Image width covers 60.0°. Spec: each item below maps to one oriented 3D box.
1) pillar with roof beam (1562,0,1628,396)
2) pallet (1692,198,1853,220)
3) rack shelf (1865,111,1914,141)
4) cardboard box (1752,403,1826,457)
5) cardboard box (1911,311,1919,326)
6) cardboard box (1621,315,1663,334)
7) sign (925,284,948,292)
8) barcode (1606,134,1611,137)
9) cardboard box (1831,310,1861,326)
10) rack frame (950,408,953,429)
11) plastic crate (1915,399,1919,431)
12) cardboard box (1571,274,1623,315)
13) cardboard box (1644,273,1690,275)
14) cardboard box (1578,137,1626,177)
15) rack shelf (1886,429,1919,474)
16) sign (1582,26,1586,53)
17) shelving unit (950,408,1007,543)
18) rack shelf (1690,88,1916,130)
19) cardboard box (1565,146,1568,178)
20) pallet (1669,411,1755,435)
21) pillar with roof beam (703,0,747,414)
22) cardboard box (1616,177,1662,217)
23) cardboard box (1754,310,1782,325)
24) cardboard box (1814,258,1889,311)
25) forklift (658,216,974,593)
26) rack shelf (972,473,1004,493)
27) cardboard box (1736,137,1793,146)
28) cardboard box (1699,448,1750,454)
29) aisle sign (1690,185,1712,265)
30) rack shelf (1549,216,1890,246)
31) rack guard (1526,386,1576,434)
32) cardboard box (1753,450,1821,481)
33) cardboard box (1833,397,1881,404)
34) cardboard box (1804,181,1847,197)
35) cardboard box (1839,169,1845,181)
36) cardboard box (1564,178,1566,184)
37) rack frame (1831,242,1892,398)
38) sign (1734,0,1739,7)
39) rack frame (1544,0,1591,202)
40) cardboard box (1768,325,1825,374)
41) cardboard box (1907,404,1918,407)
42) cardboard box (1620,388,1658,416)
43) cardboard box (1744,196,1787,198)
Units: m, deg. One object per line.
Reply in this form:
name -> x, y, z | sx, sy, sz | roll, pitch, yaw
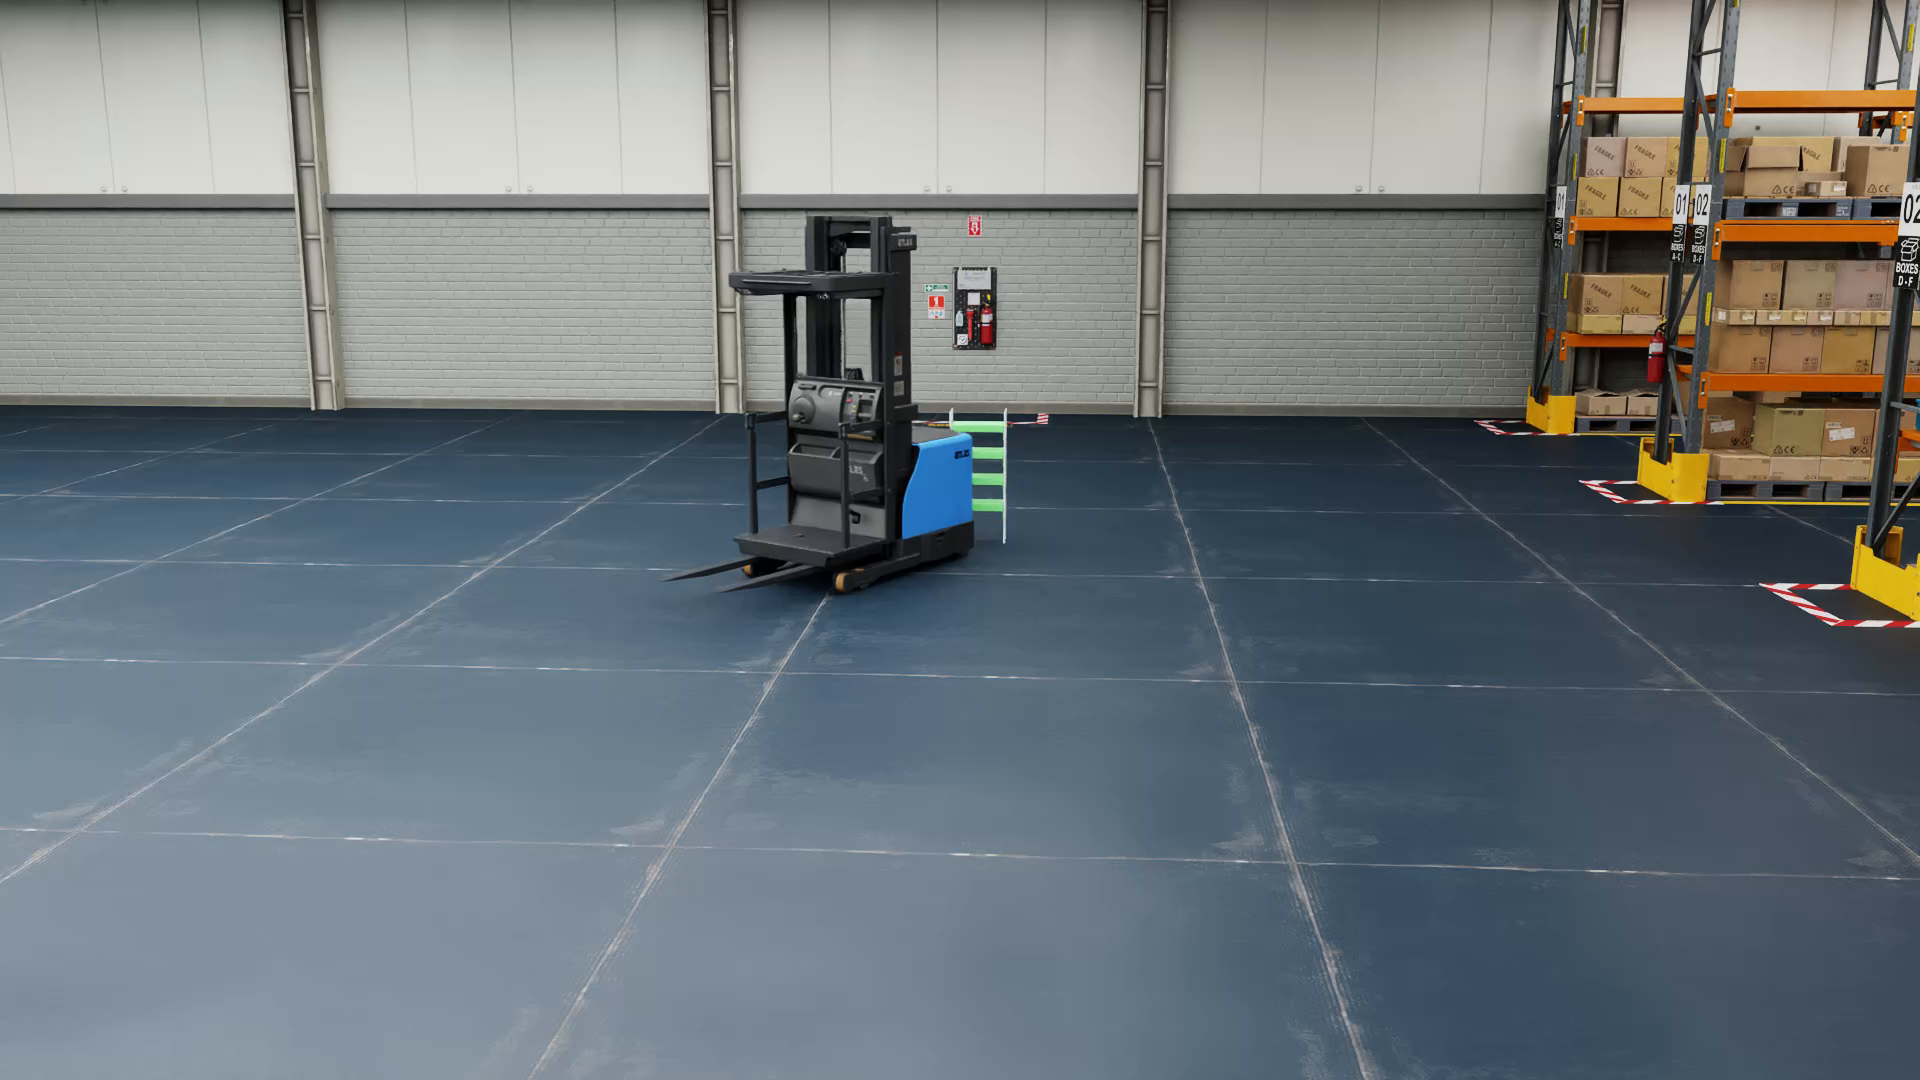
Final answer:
pillar with roof beam -> 8.372, -5.214, 18.196 | 0.400, 9.000, 9.100 | 1, 12, 4
pallet -> 8.279, -3.388, 17.008 | 1.213, 0.211, 1.003 | 1, 12, 4
rack shelf -> 13.890, -5.296, 21.324 | 4.000, 0.370, 1.077 | 1, 12, 4
cardboard box -> 8.595, -1.145, 17.256 | 0.500, 0.500, 0.500 | 1, 12, 4
cardboard box -> 9.749, -2.270, 16.947 | 0.250, 0.149, 0.380 | 1, 12, 6
cardboard box -> 8.888, -2.850, 21.867 | 0.500, 0.250, 0.500 | 0, 12, 2
sign -> -0.331, -3.584, 23.676 | 0.331, 0.109, 0.001 | 1, 12, 4
barcode -> 8.645, -5.382, 22.176 | 0.075, 0.075, 0.001 | 1, 12, 4
cardboard box -> 8.983, -2.281, 16.999 | 0.250, 0.149, 0.380 | 0, 12, 2
rack frame -> -0.078, -0.588, 15.132 | 0.015, 1.200, 0.240 | 1, 12, 4
plastic crate -> 7.760, -0.947, 12.815 | 0.616, 0.251, 0.499 | 1, 12, 4
cardboard box -> 8.359, -3.225, 21.827 | 0.500, 0.500, 0.500 | 1, 12, 4
cardboard box -> 9.405, -3.315, 22.257 | 0.500, 0.500, 0.500 | 0, 12, 2
cardboard box -> 8.271, -4.951, 21.532 | 0.500, 0.500, 0.500 | 0, 12, 0
rack shelf -> 9.237, -0.586, 12.483 | 4.000, 0.370, 1.077 | 1, 12, 4
sign -> 7.867, -6.311, 20.968 | 0.005, 0.325, 0.100 | 1, 12, 4
shelving unit -> 0.165, -0.585, 15.116 | 0.503, 1.200, 0.258 | 1, 12, 4
rack shelf -> 9.571, -4.339, 16.747 | 4.000, 0.370, 1.077 | 1, 12, 4
cardboard box -> 8.351, -5.053, 22.021 | 0.500, 0.500, 0.500 | 1, 12, 6
pallet -> 10.001, -1.588, 22.326 | 1.213, 0.211, 1.003 | 1, 12, 4
pillar with roof beam -> -3.602, -5.378, 18.981 | 0.400, 9.000, 9.100 | 1, 12, 4
cardboard box -> 8.753, -4.446, 21.560 | 0.500, 0.500, 0.500 | 2, 12, 8
cardboard box -> 8.216, -2.292, 17.050 | 0.250, 0.149, 0.380 | 0, 12, 2
cardboard box -> 9.122, -2.639, 17.127 | 0.500, 0.500, 0.700 | 1, 12, 4
forklift -> -1.150, -1.124, 13.463 | 1.130, 2.935, 3.031 | 8, 15, 35
rack shelf -> 0.165, -0.522, 15.129 | 0.480, 0.148, 0.258 | 1, 12, 4
cardboard box -> 10.307, -4.913, 21.350 | 0.500, 0.500, 0.500 | 0, 12, 2
cardboard box -> 8.131, -0.890, 17.870 | 0.500, 0.250, 0.500 | 1, 12, 4
aisle sign -> 7.490, -3.188, 16.816 | 0.004, 0.787, 0.394 | 1, 12, 4
rack shelf -> 9.899, -4.078, 21.851 | 4.000, 0.370, 1.077 | 1, 12, 4
rack guard -> 7.979, -1.765, 22.467 | 0.348, 0.500, 1.175 | 1, 12, 4
cardboard box -> 8.595, -0.778, 17.335 | 0.500, 0.250, 0.500 | 1, 12, 4
cardboard box -> 9.628, -1.240, 17.710 | 0.500, 0.500, 0.500 | 1, 12, 4
cardboard box -> 8.738, -3.545, 16.790 | 0.250, 0.149, 0.380 | 1, 12, 4
cardboard box -> 9.297, -3.707, 17.168 | 0.500, 0.311, 0.500 | 2, 12, 10
cardboard box -> 8.336, -4.563, 22.116 | 0.500, 0.500, 0.500 | 2, 12, 8
rack frame -> 11.894, -2.935, 21.954 | 0.127, 3.000, 1.000 | 1, 12, 4
sign -> 7.532, -5.335, 16.110 | 0.005, 0.325, 0.100 | 1, 12, 4
rack frame -> 7.903, -5.926, 21.601 | 0.127, 3.000, 1.000 | 1, 12, 4
cardboard box -> 8.565, -2.011, 17.295 | 0.500, 0.500, 0.700 | 1, 12, 5
cardboard box -> 10.092, -1.126, 17.168 | 0.500, 0.500, 0.500 | 1, 12, 4
cardboard box -> 9.156, -1.853, 22.275 | 0.500, 0.311, 0.500 | 2, 12, 8
cardboard box -> 10.315, -4.428, 21.471 | 0.500, 0.500, 0.500 | 0, 12, 2
